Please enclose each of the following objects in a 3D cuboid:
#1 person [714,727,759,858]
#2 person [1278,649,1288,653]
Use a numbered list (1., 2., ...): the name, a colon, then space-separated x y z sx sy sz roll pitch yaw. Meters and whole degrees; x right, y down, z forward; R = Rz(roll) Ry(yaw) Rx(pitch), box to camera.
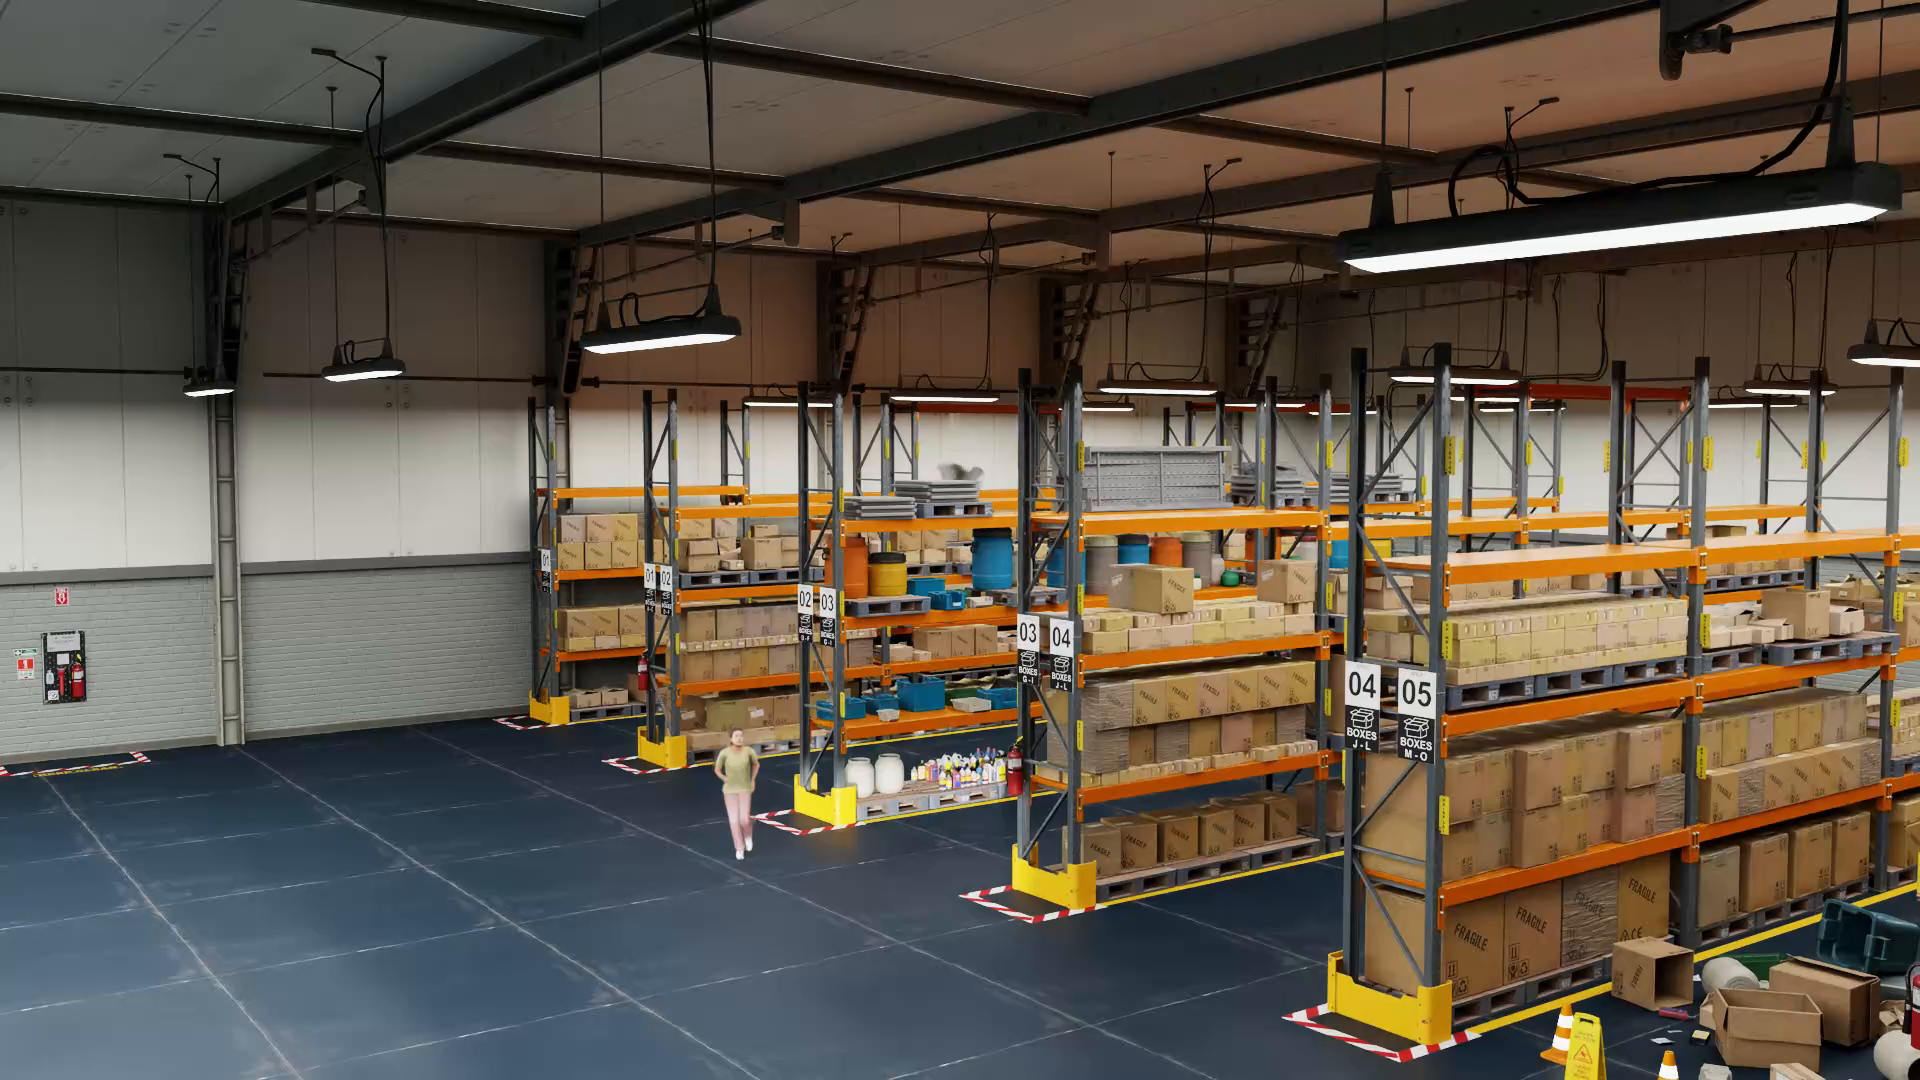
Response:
1. person: -2.759 3.130 20.593 0.562 1.639 0.550 -1 3 -9
2. person: 6.385 2.414 32.196 0.664 1.745 0.817 3 4 38
